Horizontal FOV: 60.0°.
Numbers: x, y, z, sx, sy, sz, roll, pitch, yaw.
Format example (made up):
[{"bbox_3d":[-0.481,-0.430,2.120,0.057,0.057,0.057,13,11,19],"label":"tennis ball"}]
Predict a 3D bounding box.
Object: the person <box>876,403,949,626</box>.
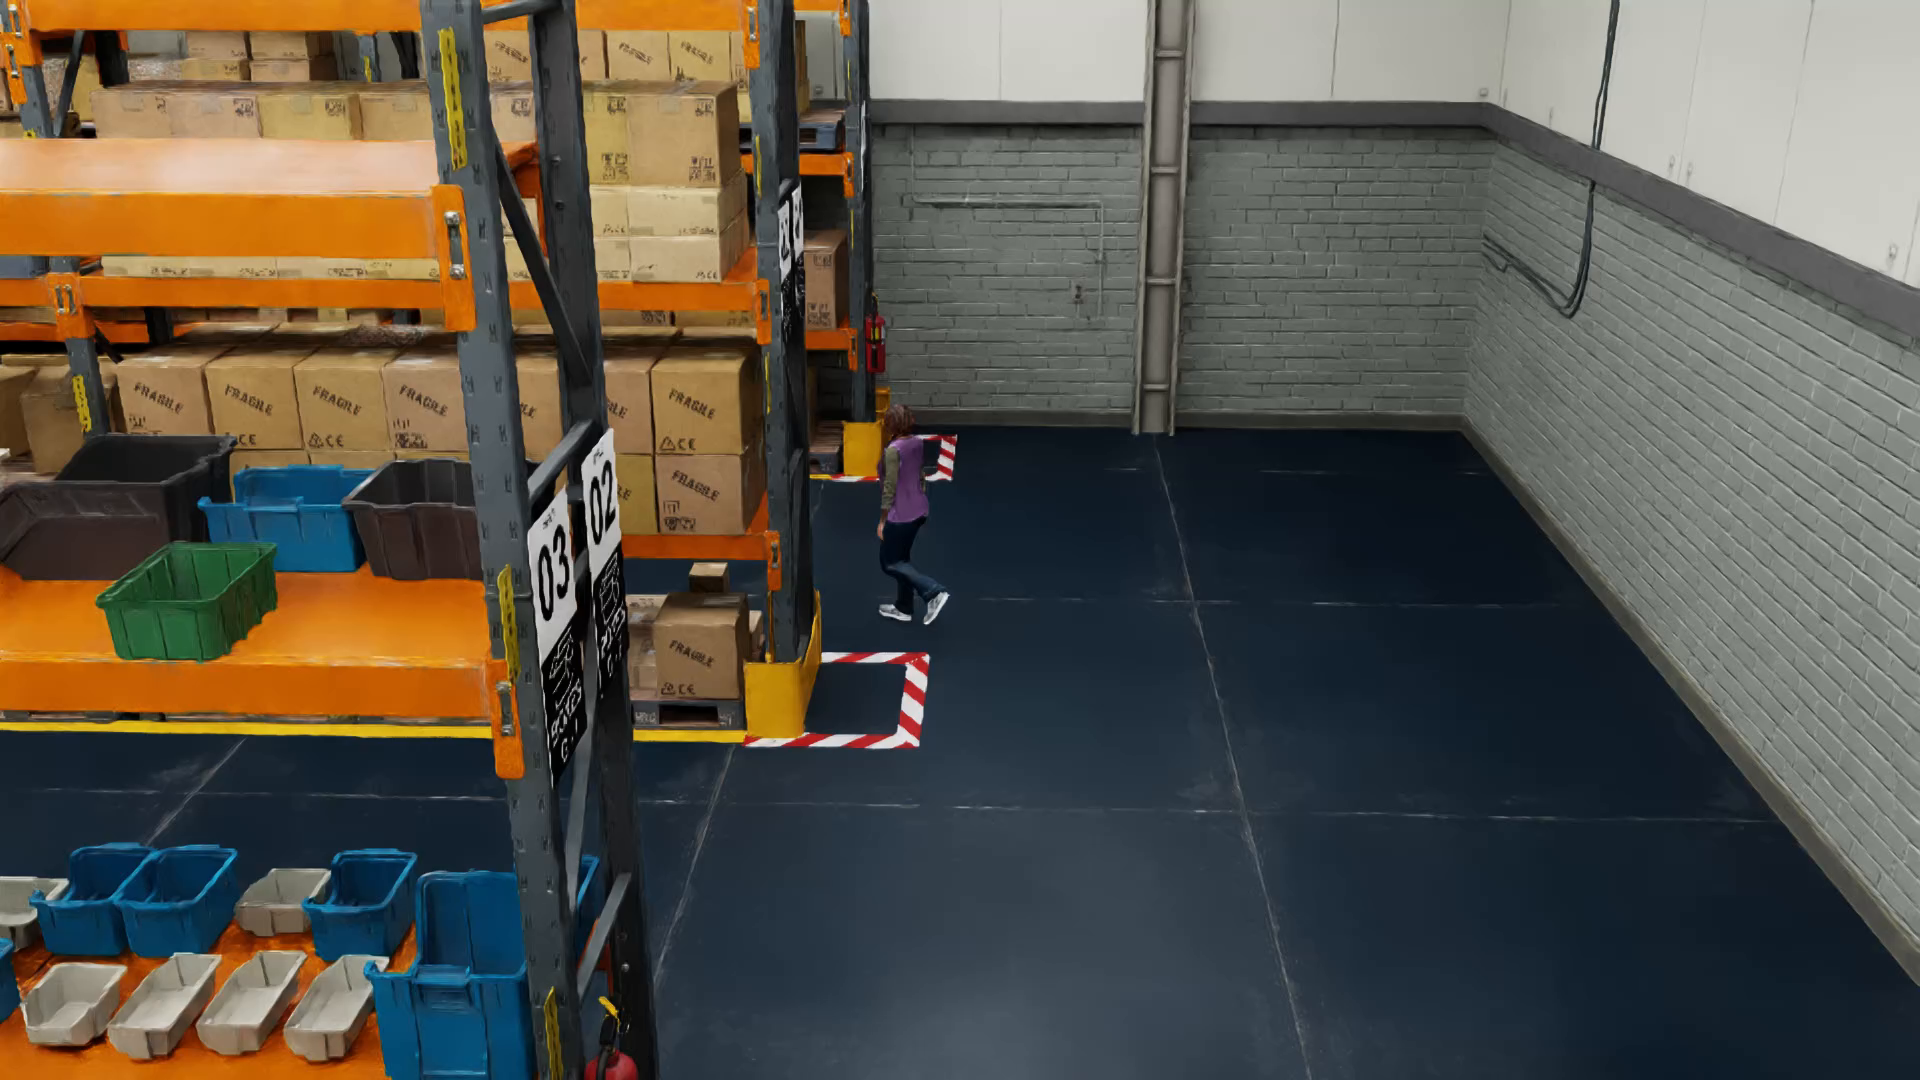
[{"bbox_3d":[-0.326,-0.123,11.453,0.624,1.516,0.448,12,24,28],"label":"person"}]
